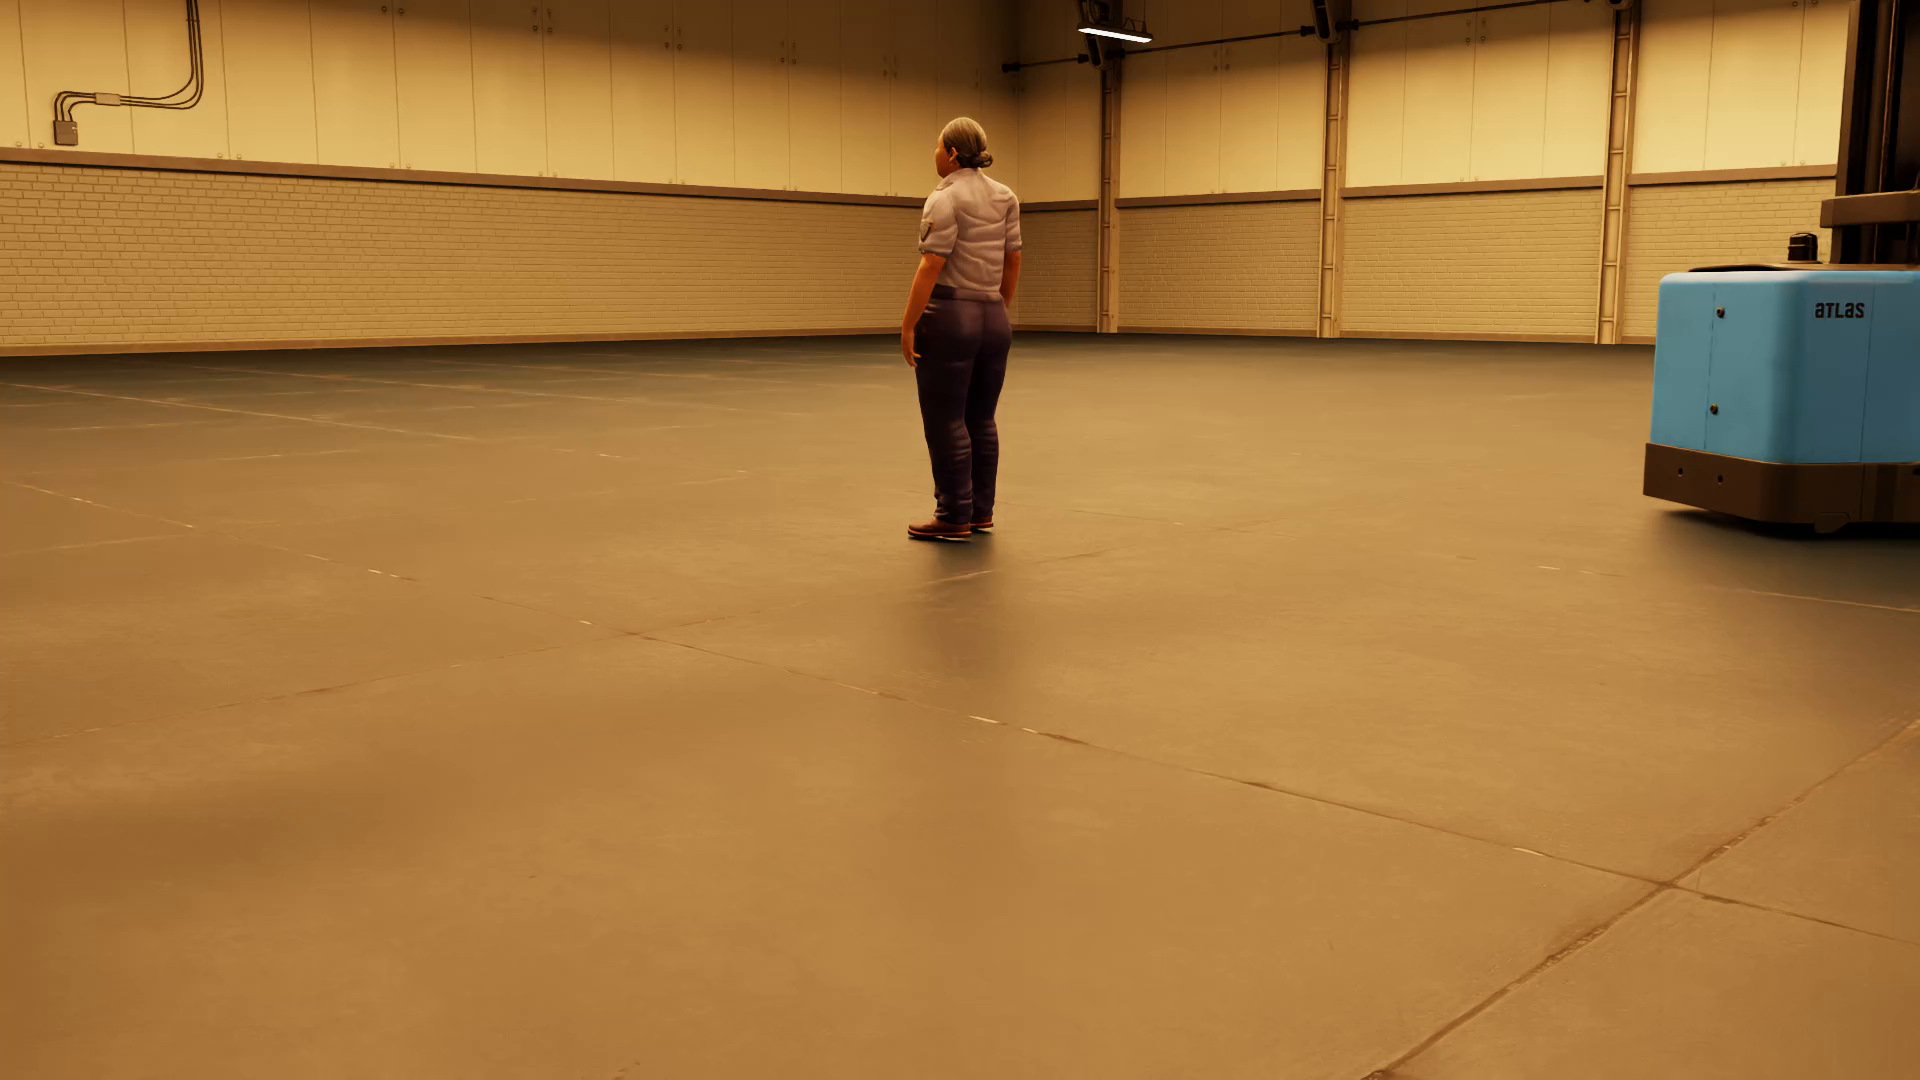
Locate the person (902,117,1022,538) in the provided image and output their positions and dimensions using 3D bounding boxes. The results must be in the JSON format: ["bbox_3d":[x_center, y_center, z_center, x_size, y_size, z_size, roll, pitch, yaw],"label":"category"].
[{"bbox_3d":[-0.048,-0.834,6.671,0.503,1.651,0.598,8,12,43],"label":"person"}]

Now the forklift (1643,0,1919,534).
[{"bbox_3d":[4.680,-1.548,7.152,3.031,2.935,1.130,-1,9,-8],"label":"forklift"}]
